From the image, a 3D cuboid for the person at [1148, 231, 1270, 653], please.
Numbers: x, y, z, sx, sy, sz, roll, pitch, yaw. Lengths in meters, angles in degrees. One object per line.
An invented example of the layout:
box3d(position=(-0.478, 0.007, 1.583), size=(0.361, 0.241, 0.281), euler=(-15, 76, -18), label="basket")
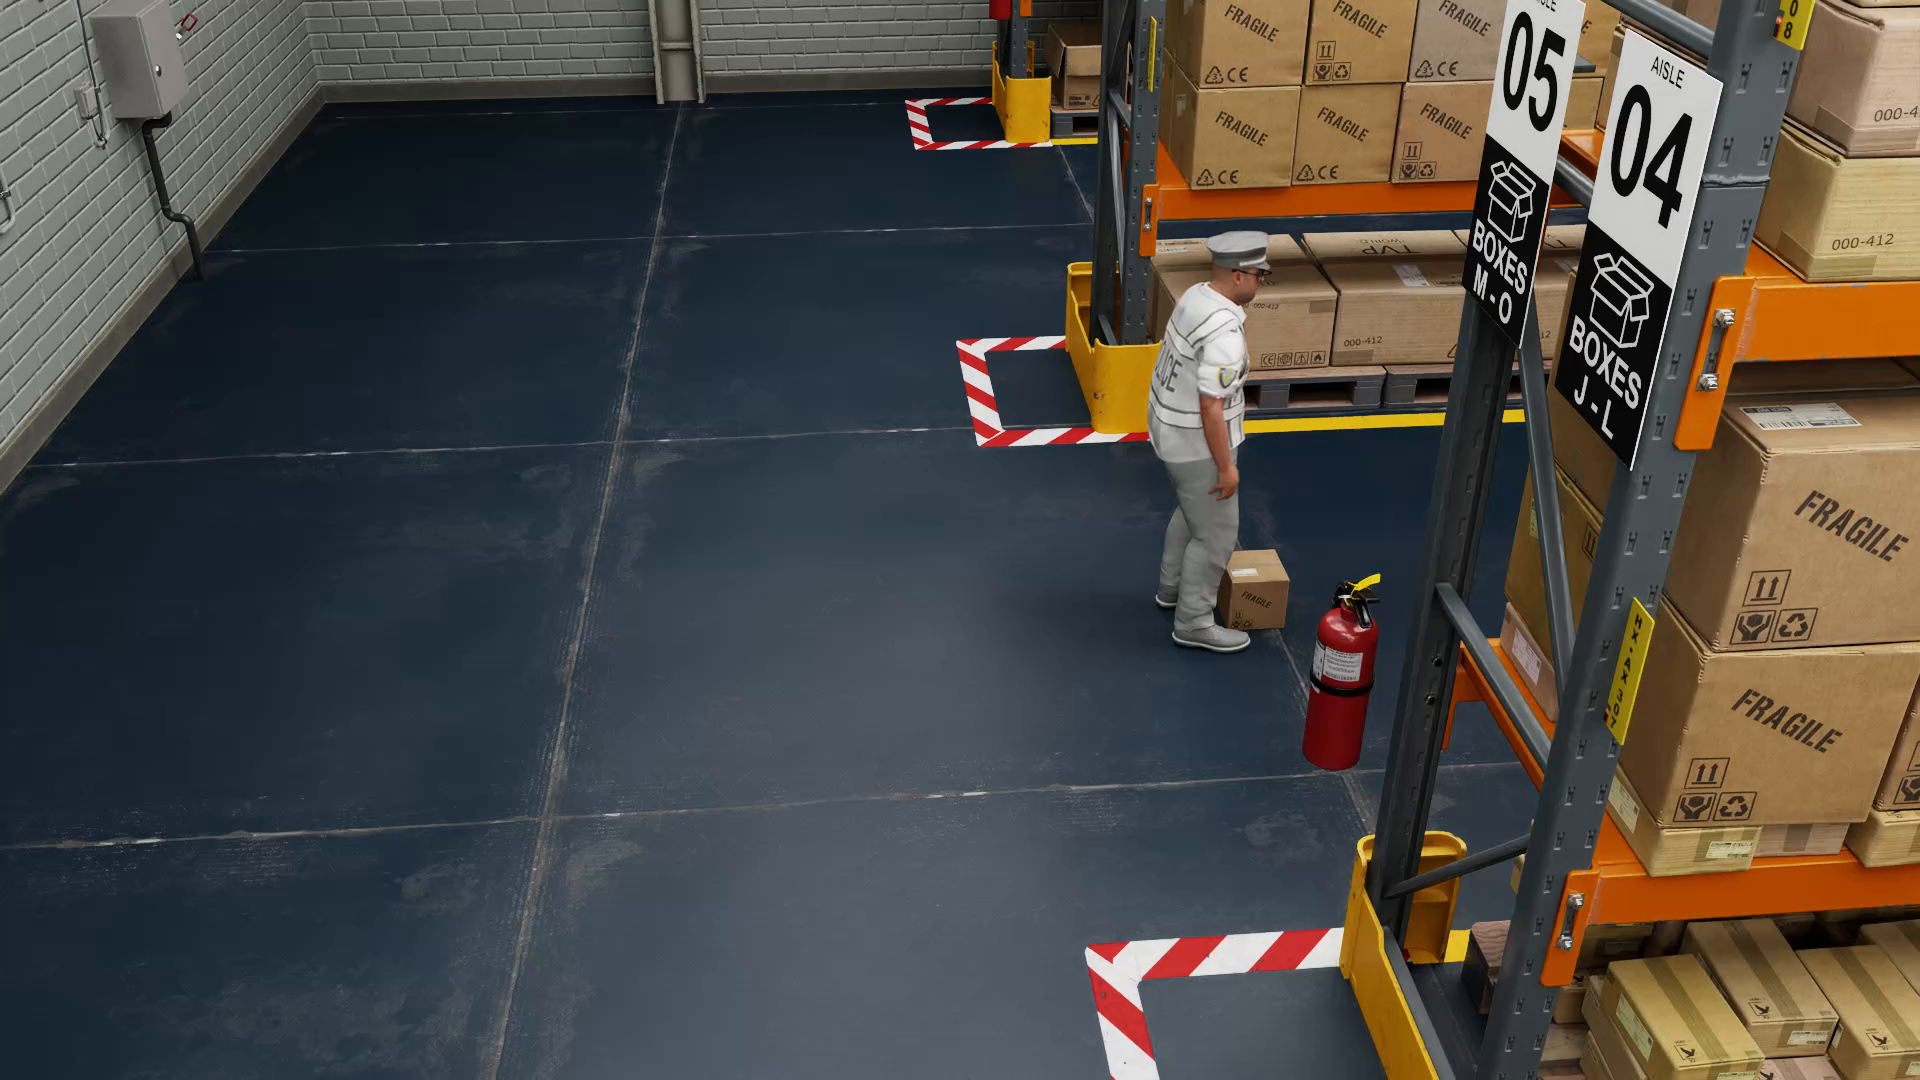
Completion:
box3d(position=(0.994, -0.408, 6.806), size=(0.439, 1.748, 0.586), euler=(-3, 31, -4), label="person")
